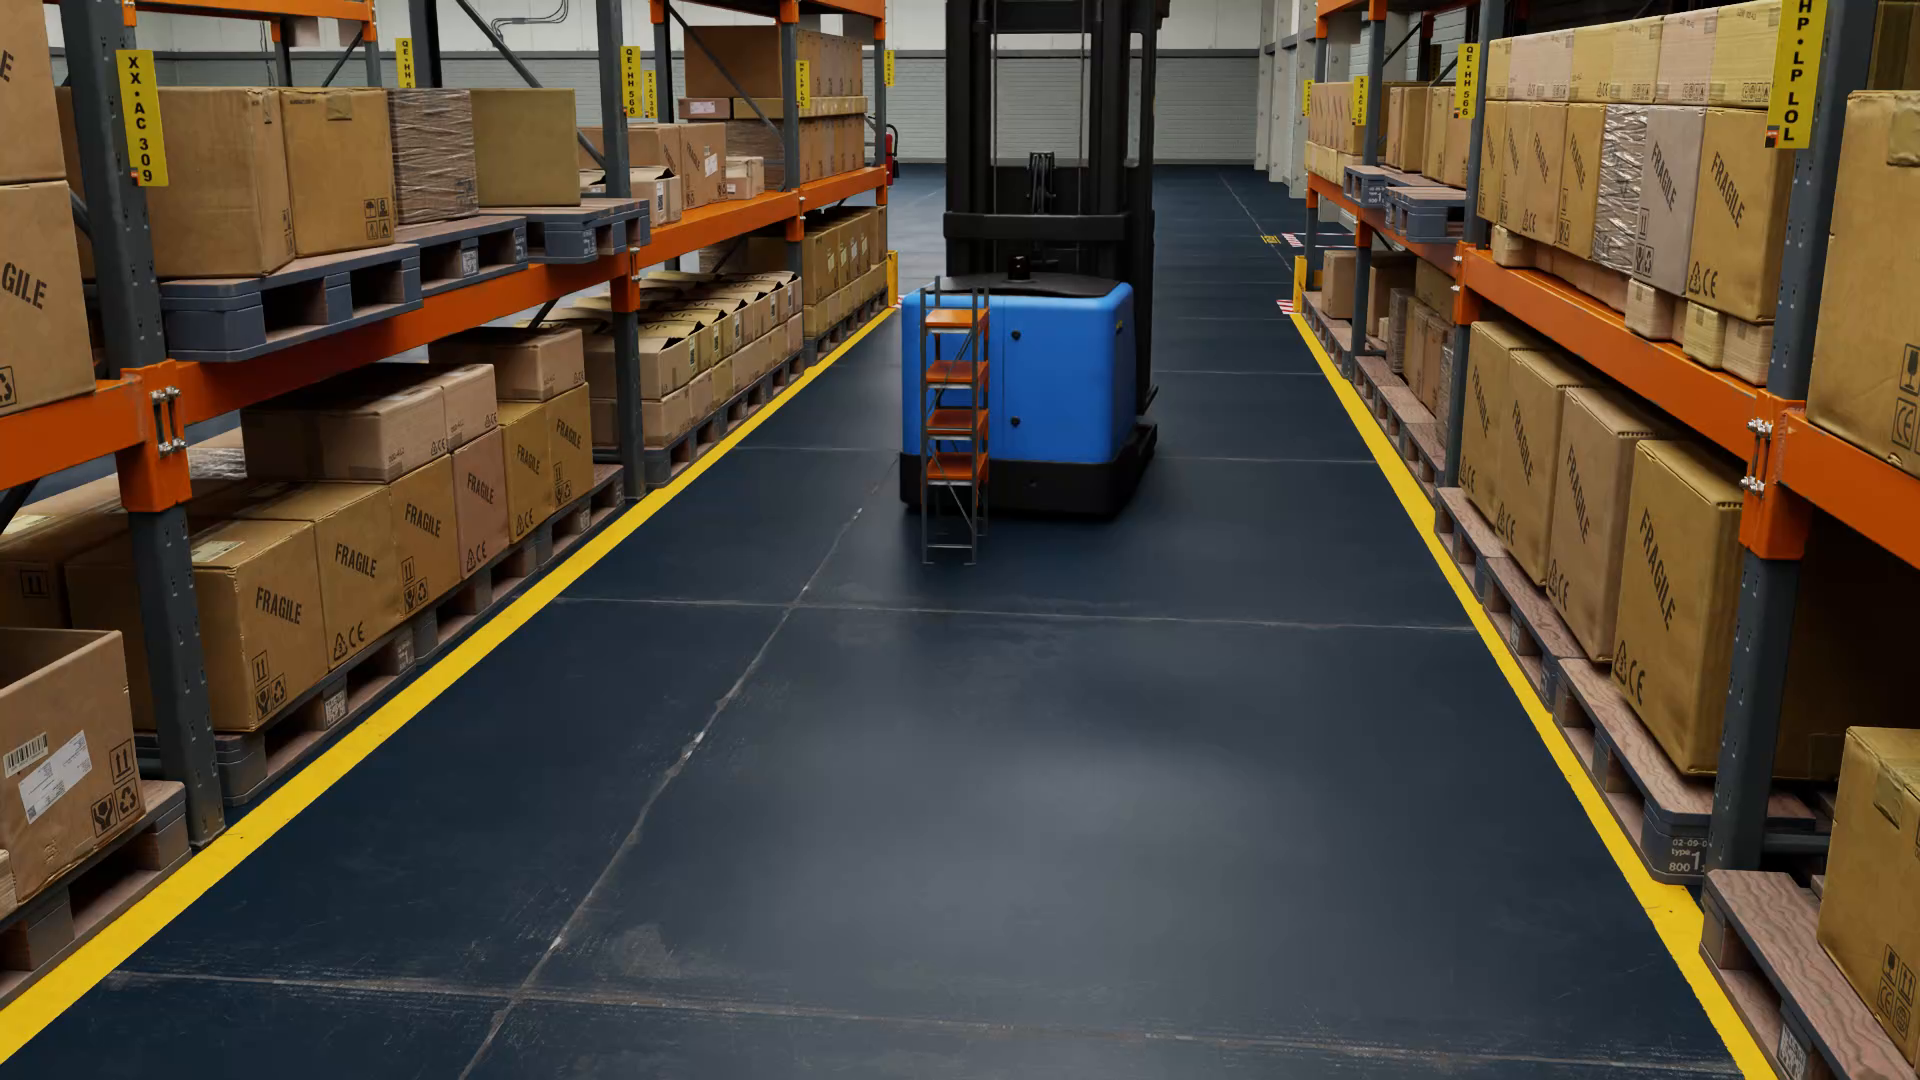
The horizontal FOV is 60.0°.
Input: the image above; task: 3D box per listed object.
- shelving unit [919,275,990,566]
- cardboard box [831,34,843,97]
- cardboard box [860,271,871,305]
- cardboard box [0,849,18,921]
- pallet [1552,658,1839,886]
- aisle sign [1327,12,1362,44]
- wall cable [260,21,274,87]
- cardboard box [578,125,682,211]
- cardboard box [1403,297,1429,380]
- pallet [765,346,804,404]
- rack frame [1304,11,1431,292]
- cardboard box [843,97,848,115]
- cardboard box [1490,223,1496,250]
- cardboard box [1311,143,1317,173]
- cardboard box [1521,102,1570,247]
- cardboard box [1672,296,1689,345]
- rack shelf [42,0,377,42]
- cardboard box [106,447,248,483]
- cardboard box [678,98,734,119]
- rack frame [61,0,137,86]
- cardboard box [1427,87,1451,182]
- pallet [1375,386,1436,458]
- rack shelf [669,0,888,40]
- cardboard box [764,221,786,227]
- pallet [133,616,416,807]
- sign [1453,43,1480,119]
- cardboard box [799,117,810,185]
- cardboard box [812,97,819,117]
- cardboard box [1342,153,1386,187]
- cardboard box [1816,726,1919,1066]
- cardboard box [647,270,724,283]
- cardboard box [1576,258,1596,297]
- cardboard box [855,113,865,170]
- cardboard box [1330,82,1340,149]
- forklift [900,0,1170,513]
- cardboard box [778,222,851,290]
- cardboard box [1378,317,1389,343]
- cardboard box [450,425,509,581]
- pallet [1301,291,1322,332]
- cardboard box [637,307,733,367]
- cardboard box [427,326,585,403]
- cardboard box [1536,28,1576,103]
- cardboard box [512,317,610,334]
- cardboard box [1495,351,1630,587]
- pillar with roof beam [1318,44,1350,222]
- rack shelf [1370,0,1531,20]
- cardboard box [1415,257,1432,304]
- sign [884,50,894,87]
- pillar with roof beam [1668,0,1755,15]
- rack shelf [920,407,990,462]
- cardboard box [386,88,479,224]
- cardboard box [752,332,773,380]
[{"bbox_3d":[-0.019,-0.536,7.347,0.258,1.200,0.503,2,15,6],"label":"shelving unit"},{"bbox_3d":[-1.382,-4.018,14.097,0.700,0.500,0.500,2,15,6],"label":"cardboard box"},{"bbox_3d":[-1.067,-2.213,14.562,0.500,0.250,0.500,2,15,6],"label":"cardboard box"},{"bbox_3d":[-2.320,0.786,3.627,0.380,0.149,0.250,2,15,6],"label":"cardboard box"},{"bbox_3d":[2.380,0.656,4.832,1.003,0.211,1.213,2,15,6],"label":"pallet"},{"bbox_3d":[3.432,-4.883,14.992,0.394,0.787,0.004,2,15,6],"label":"aisle sign"},{"bbox_3d":[-21.765,-14.224,48.974,3.097,2.526,0.112,2,15,6],"label":"wall cable"},{"bbox_3d":[-1.930,-2.154,9.690,0.500,0.500,0.500,1,15,3],"label":"cardboard box"},{"bbox_3d":[3.195,-1.242,10.453,0.700,0.500,0.500,1,15,5],"label":"cardboard box"},{"bbox_3d":[-1.696,-1.169,11.582,1.003,0.211,1.213,2,15,6],"label":"pallet"},{"bbox_3d":[3.722,-3.600,15.230,1.000,3.000,0.127,2,15,6],"label":"rack frame"},{"bbox_3d":[-1.171,-3.734,14.291,0.380,0.149,0.250,2,15,8],"label":"cardboard box"},{"bbox_3d":[2.552,-1.335,7.296,0.380,0.149,0.250,1,15,5],"label":"cardboard box"},{"bbox_3d":[3.307,-3.285,14.313,0.500,0.250,0.500,1,15,5],"label":"cardboard box"},{"bbox_3d":[2.385,-1.344,6.086,0.500,0.500,0.500,2,15,6],"label":"cardboard box"},{"bbox_3d":[2.204,-0.604,4.593,0.380,0.149,0.250,2,15,8],"label":"cardboard box"},{"bbox_3d":[-6.348,-4.474,14.093,1.077,0.370,4.000,2,15,6],"label":"rack shelf"},{"bbox_3d":[-2.663,-0.033,5.983,0.500,0.500,0.500,2,15,7],"label":"cardboard box"},{"bbox_3d":[-1.834,-3.146,12.115,0.380,0.149,0.250,2,15,6],"label":"cardboard box"},{"bbox_3d":[-6.573,-2.854,12.472,1.000,3.000,0.127,2,15,6],"label":"rack frame"},{"bbox_3d":[2.981,-2.232,9.135,0.700,0.500,0.500,2,15,6],"label":"cardboard box"},{"bbox_3d":[3.049,-0.697,9.836,1.003,0.211,1.213,2,15,6],"label":"pallet"},{"bbox_3d":[-1.426,-4.327,13.550,1.077,0.370,4.000,2,15,6],"label":"rack shelf"},{"bbox_3d":[-1.696,-2.331,13.562,0.500,0.500,0.500,2,15,6],"label":"cardboard box"},{"bbox_3d":[-2.501,0.501,5.404,1.003,0.211,1.213,2,15,6],"label":"pallet"},{"bbox_3d":[2.279,-2.059,7.465,0.100,0.325,0.005,2,15,6],"label":"sign"},{"bbox_3d":[-1.555,-3.008,12.849,0.700,0.500,0.500,2,15,6],"label":"cardboard box"},{"bbox_3d":[-1.315,-3.398,13.048,0.380,0.149,0.250,1,15,4],"label":"cardboard box"},{"bbox_3d":[3.023,-2.632,11.897,0.500,0.250,0.500,2,15,6],"label":"cardboard box"},{"bbox_3d":[2.181,0.707,3.285,0.700,0.500,0.500,2,15,7],"label":"cardboard box"},{"bbox_3d":[-1.946,-1.754,11.791,0.500,0.311,0.500,2,15,6],"label":"cardboard box"},{"bbox_3d":[2.389,-0.937,5.823,0.380,0.149,0.250,2,15,7],"label":"cardboard box"},{"bbox_3d":[-1.266,-3.673,15.306,0.700,0.500,0.500,2,15,6],"label":"cardboard box"},{"bbox_3d":[3.135,-3.254,12.760,0.500,0.500,0.500,1,15,5],"label":"cardboard box"},{"bbox_3d":[0.518,-1.880,9.001,1.130,2.935,3.031,3,15,12],"label":"forklift"},{"bbox_3d":[-1.176,-2.315,13.505,0.500,0.500,0.500,2,15,6],"label":"cardboard box"},{"bbox_3d":[3.301,-1.547,12.222,0.380,0.166,0.250,0,15,-1],"label":"cardboard box"},{"bbox_3d":[-2.087,-0.156,6.438,0.500,0.500,0.500,1,15,4],"label":"cardboard box"},{"bbox_3d":[3.586,-2.025,14.745,1.003,0.211,1.213,2,15,6],"label":"pallet"},{"bbox_3d":[-1.642,-1.212,9.787,0.500,0.311,0.500,1,15,5],"label":"cardboard box"},{"bbox_3d":[-1.978,-0.774,7.286,0.500,0.250,0.500,2,15,8],"label":"cardboard box"},{"bbox_3d":[2.399,-1.709,6.001,0.500,0.250,0.500,2,15,7],"label":"cardboard box"},{"bbox_3d":[-2.237,-1.094,9.352,0.500,0.311,0.500,1,15,5],"label":"cardboard box"},{"bbox_3d":[2.501,-0.276,6.251,0.750,0.750,0.750,2,15,6],"label":"cardboard box"},{"bbox_3d":[1.579,-9.528,25.660,9.100,9.000,0.400,2,15,6],"label":"pillar with roof beam"},{"bbox_3d":[3.045,-3.145,9.177,1.077,0.370,4.000,2,15,6],"label":"rack shelf"},{"bbox_3d":[3.158,-1.625,10.433,0.500,0.250,0.500,1,15,5],"label":"cardboard box"},{"bbox_3d":[-0.663,-4.399,15.511,0.100,0.325,0.005,2,15,6],"label":"sign"},{"bbox_3d":[-0.452,-4.860,8.395,9.100,9.000,0.400,2,15,6],"label":"pillar with roof beam"},{"bbox_3d":[-0.019,-0.471,7.364,0.258,0.148,0.480,2,15,6],"label":"rack shelf"},{"bbox_3d":[-2.355,-1.523,6.552,0.700,0.500,0.500,5,16,17],"label":"cardboard box"},{"bbox_3d":[-1.527,-1.203,10.828,0.500,0.250,0.500,2,15,8],"label":"cardboard box"}]
